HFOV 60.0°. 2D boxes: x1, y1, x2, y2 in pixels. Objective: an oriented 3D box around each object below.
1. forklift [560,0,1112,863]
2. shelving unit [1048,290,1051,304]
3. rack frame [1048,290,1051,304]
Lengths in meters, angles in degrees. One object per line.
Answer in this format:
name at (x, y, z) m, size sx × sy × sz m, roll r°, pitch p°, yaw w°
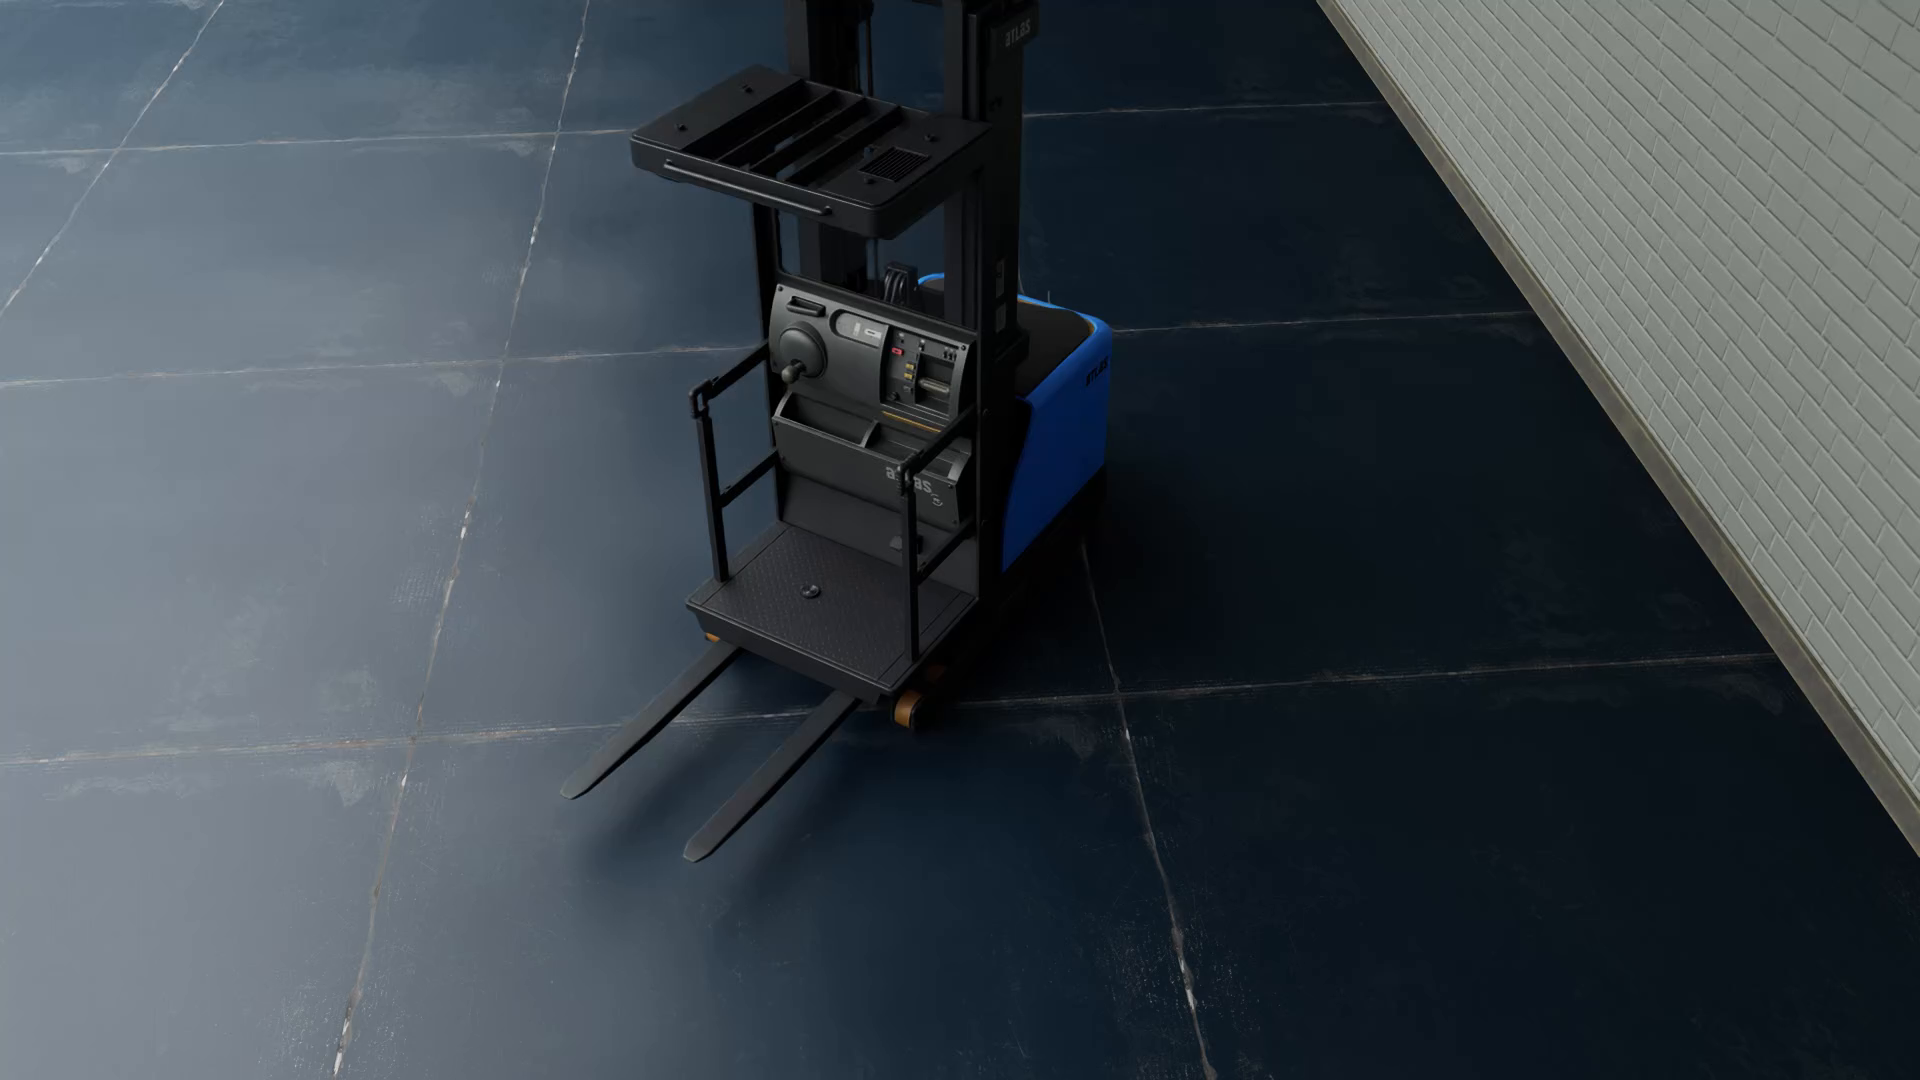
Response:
forklift at (-0.483, -0.682, 6.570) m, size 1.130 × 2.935 × 3.031 m, roll 21°, pitch 43°, yaw 24°
shelving unit at (0.375, -0.787, 8.343) m, size 0.210 × 0.900 × 0.258 m, roll -11°, pitch 40°, yaw -13°
rack frame at (0.473, -0.805, 8.366) m, size 0.006 × 0.900 × 0.240 m, roll -11°, pitch 40°, yaw -13°
